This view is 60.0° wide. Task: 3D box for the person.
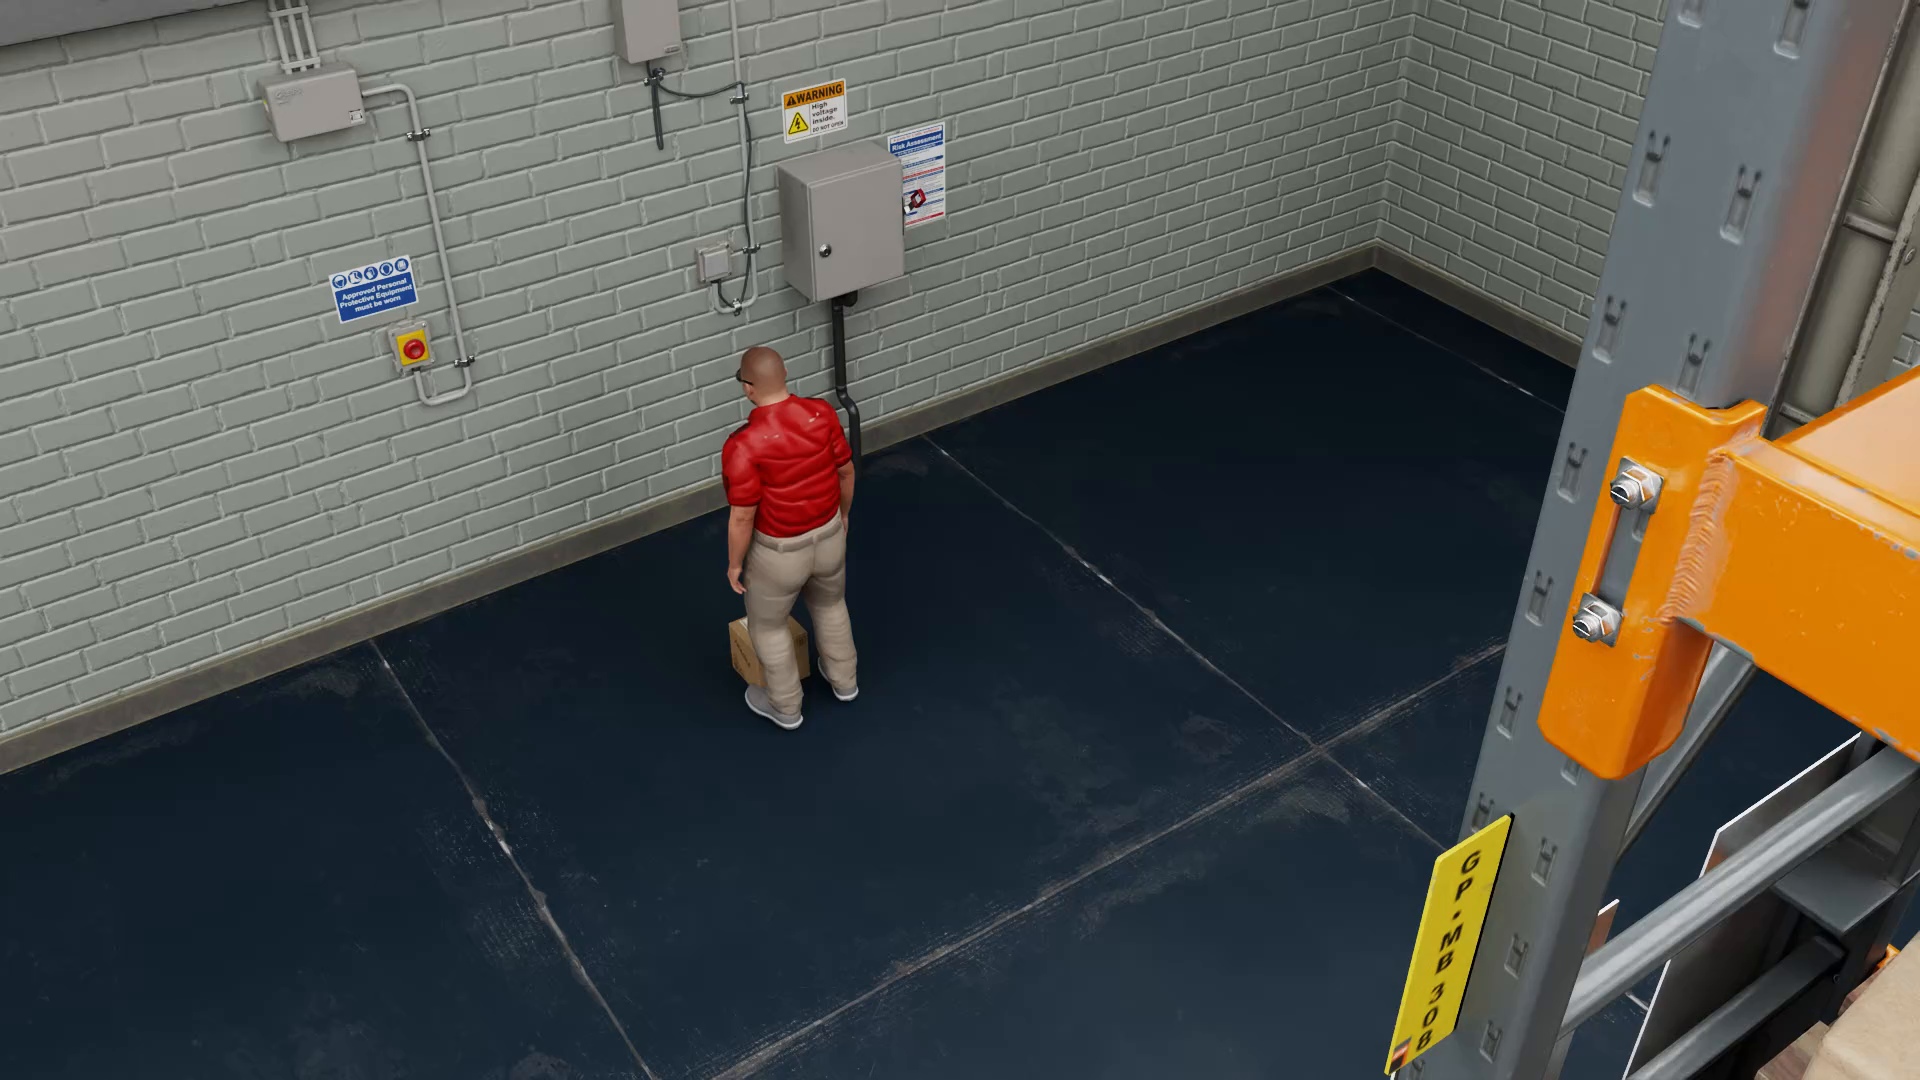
[{"bbox_3d":[-0.679,0.004,6.655,0.594,1.725,0.393,-25,43,-30],"label":"person"}]
